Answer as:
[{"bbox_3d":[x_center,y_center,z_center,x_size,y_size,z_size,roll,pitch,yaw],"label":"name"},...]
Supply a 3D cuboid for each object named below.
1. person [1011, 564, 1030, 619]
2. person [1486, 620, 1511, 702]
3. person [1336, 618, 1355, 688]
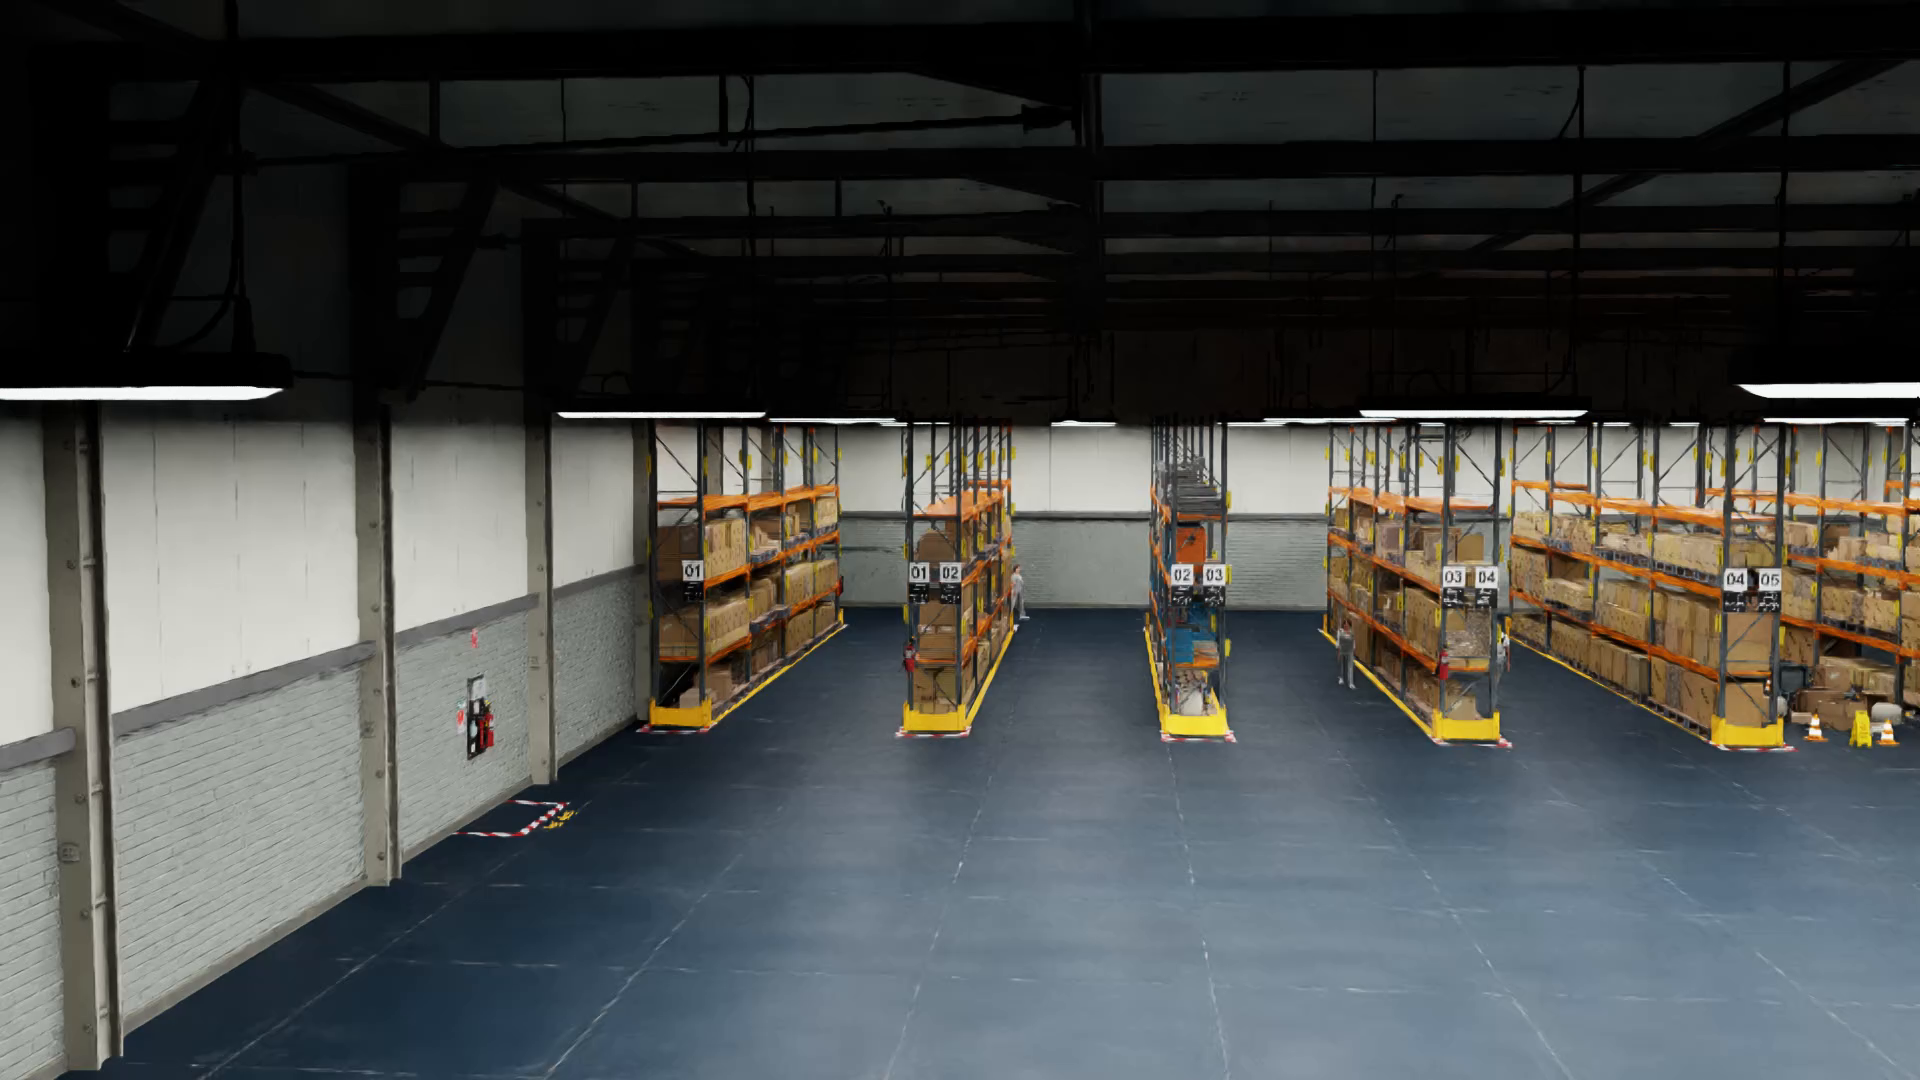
[{"bbox_3d":[1.709,1.541,49.574,0.499,1.667,0.652,3,5,36],"label":"person"},{"bbox_3d":[11.246,2.514,34.884,0.557,1.711,1.030,0,4,4],"label":"person"},{"bbox_3d":[8.519,2.484,36.753,0.417,1.503,1.032,1,4,8],"label":"person"}]
